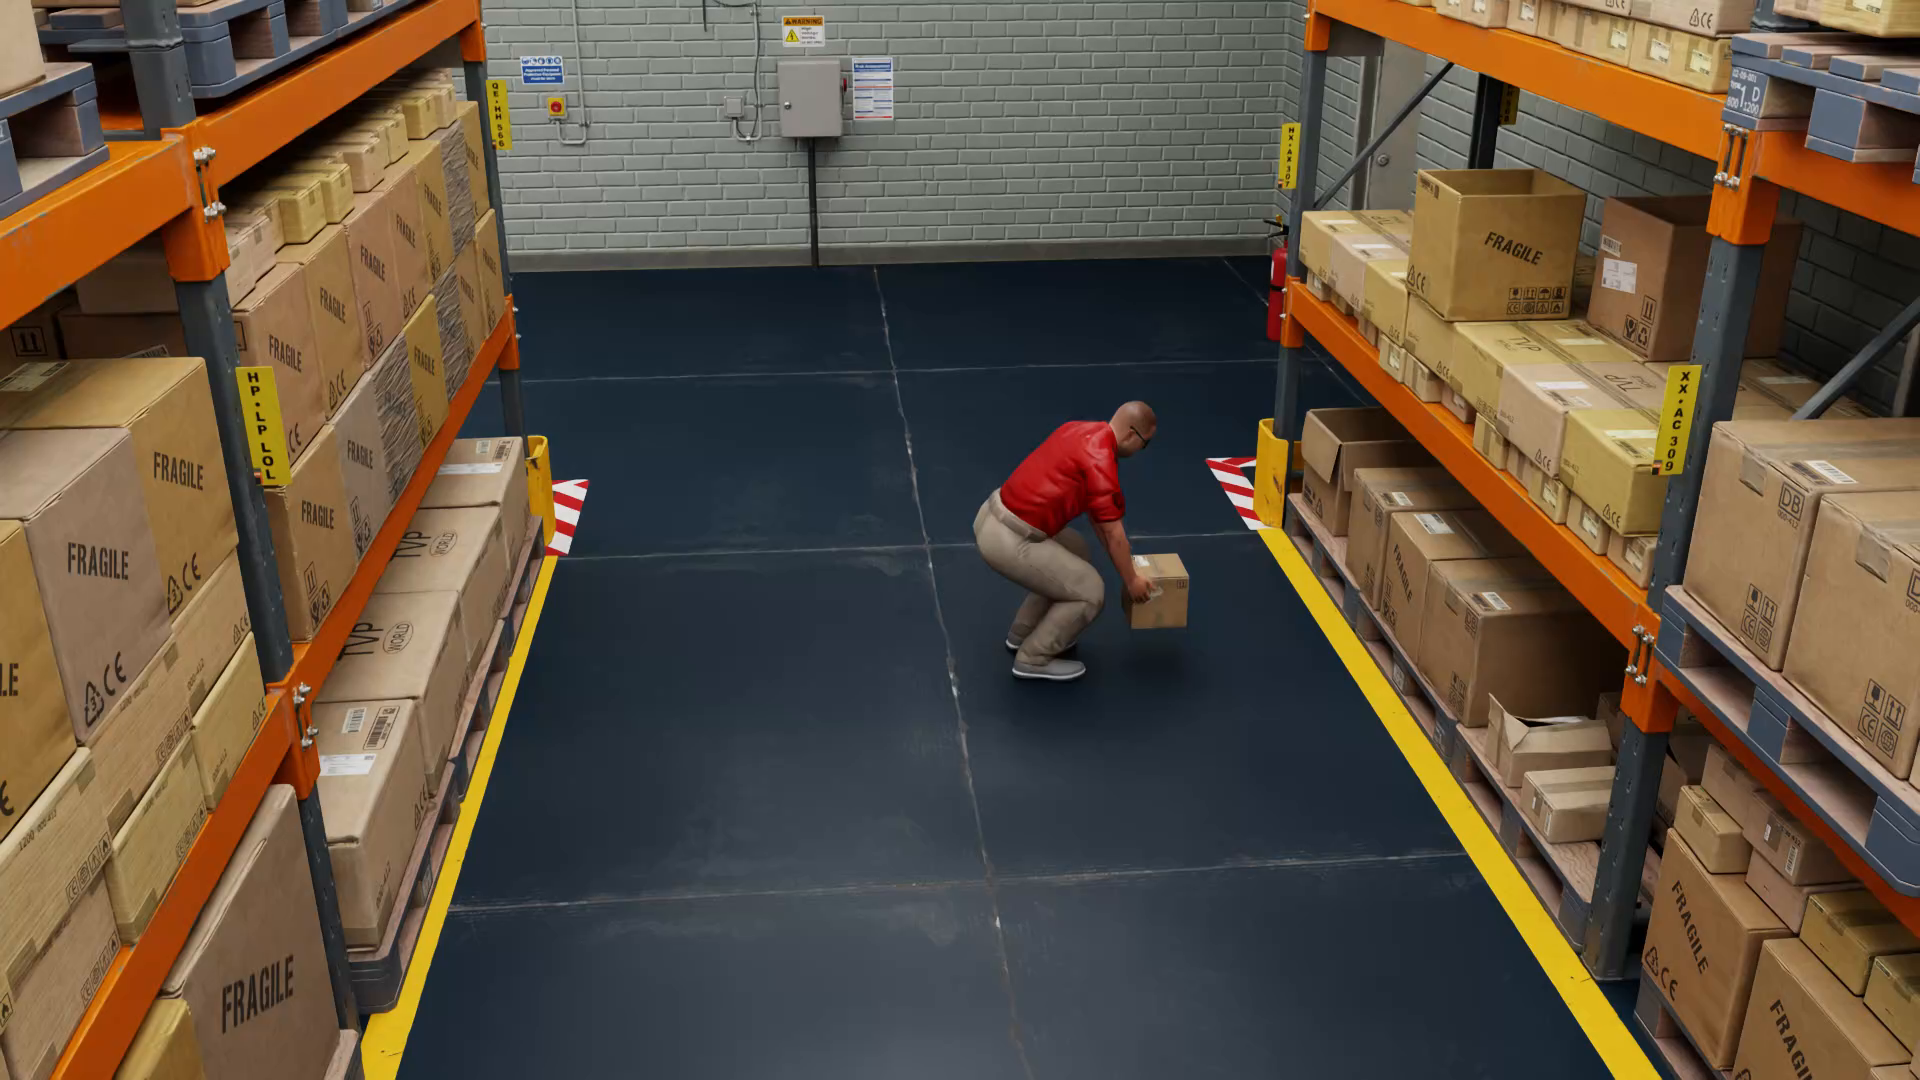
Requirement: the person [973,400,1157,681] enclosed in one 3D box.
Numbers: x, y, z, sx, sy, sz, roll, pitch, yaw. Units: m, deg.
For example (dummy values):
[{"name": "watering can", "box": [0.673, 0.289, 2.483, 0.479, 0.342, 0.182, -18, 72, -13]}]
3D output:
[{"name": "person", "box": [0.487, -0.025, 7.337, 0.734, 1.208, 0.581, -2, 24, -5]}]
